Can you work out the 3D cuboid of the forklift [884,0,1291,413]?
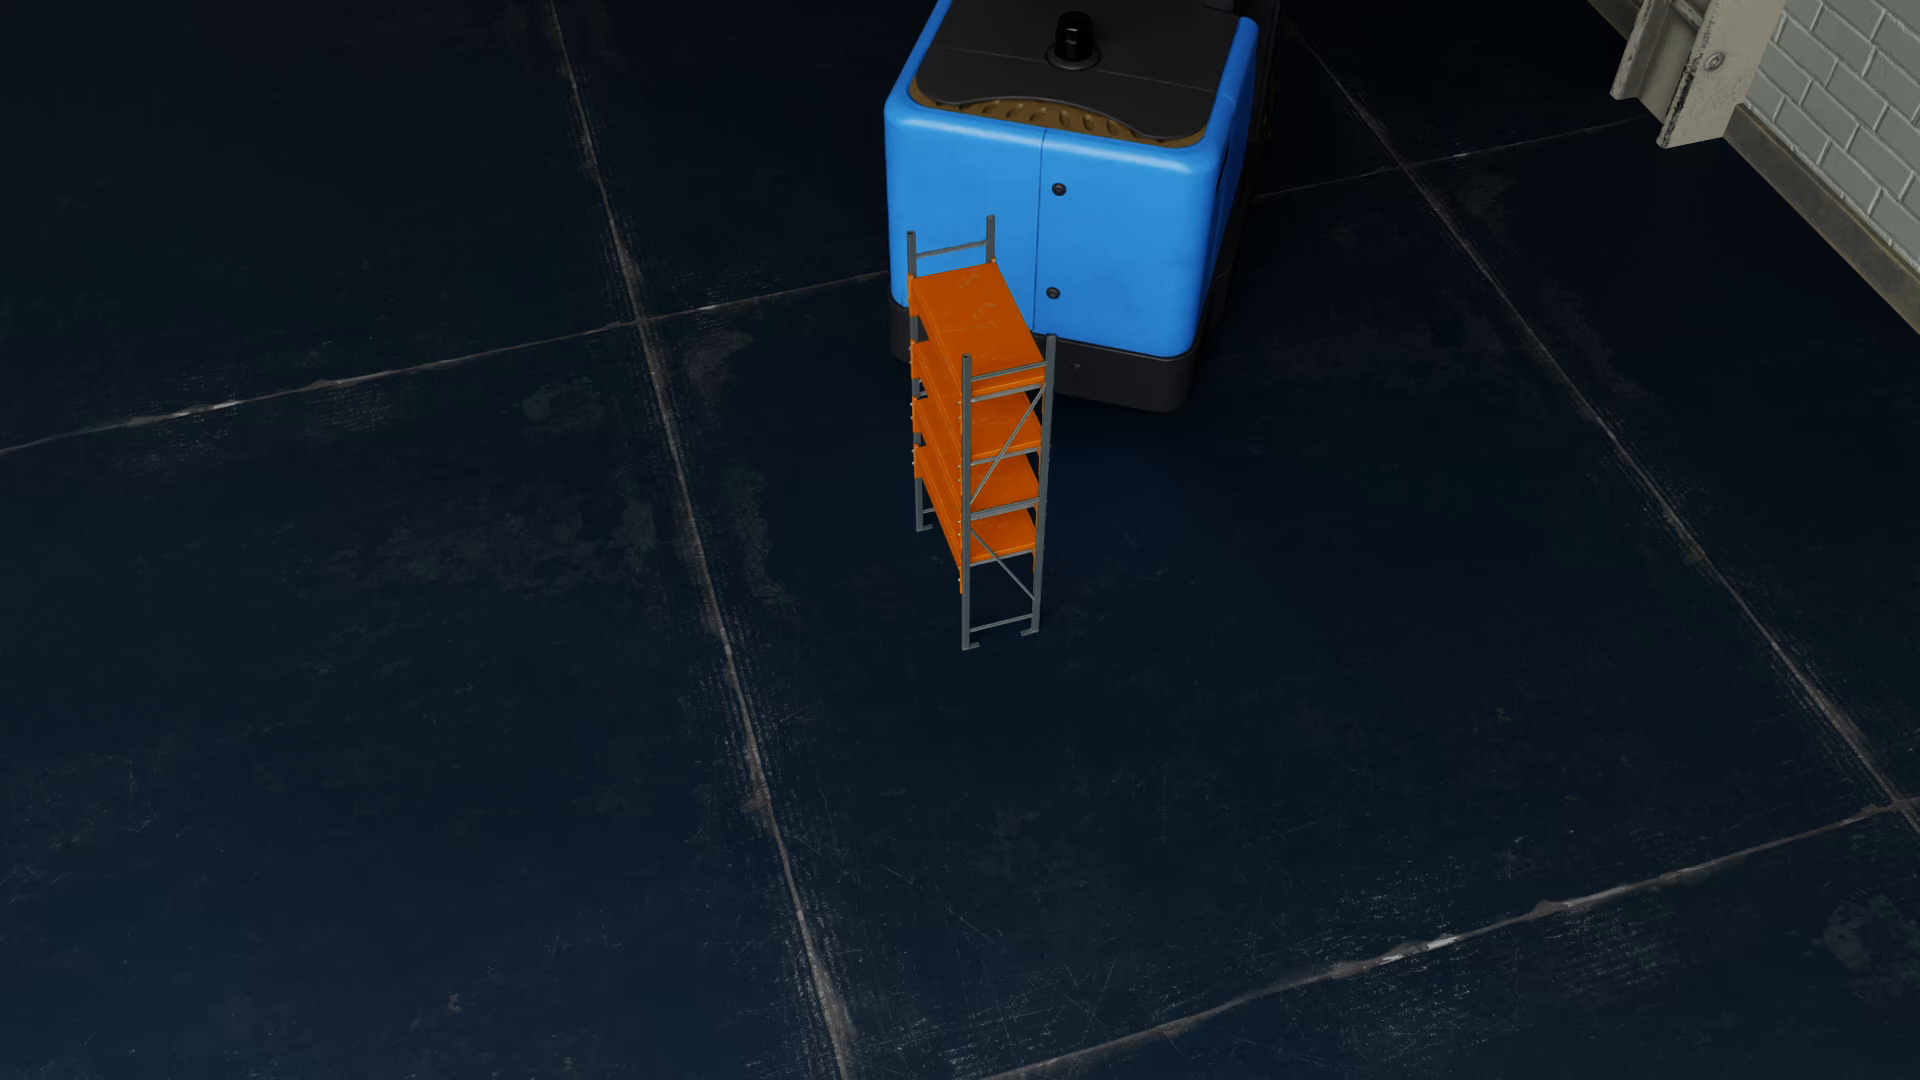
[{"bbox_3d":[0.646,-2.524,5.461,1.130,2.935,3.031,12,51,10],"label":"forklift"}]

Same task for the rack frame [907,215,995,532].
[{"bbox_3d":[-0.023,-0.444,4.840,0.240,1.200,0.015,-13,51,-11],"label":"rack frame"}]

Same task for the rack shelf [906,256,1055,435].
[{"bbox_3d":[0.049,-0.519,4.389,0.258,0.148,0.480,-13,51,-11],"label":"rack shelf"}]

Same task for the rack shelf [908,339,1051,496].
[{"bbox_3d":[0.049,-0.367,4.570,0.258,0.148,0.480,-13,51,-11],"label":"rack shelf"}]

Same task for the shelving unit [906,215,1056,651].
[{"bbox_3d":[0.049,-0.266,4.689,0.258,1.200,0.503,-13,51,-11],"label":"shelving unit"}]

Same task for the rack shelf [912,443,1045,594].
[{"bbox_3d":[0.049,-0.094,4.893,0.258,0.148,0.480,-13,51,-11],"label":"rack shelf"}]

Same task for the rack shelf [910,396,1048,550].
[{"bbox_3d":[0.049,-0.222,4.741,0.258,0.148,0.480,-13,51,-11],"label":"rack shelf"}]

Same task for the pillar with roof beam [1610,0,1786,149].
[{"bbox_3d":[-1.256,-3.647,2.439,9.100,9.000,0.400,-13,51,-11],"label":"pillar with roof beam"}]

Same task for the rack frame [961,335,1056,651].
[{"bbox_3d":[0.121,-0.088,4.539,0.240,1.200,0.015,-13,51,-11],"label":"rack frame"}]
